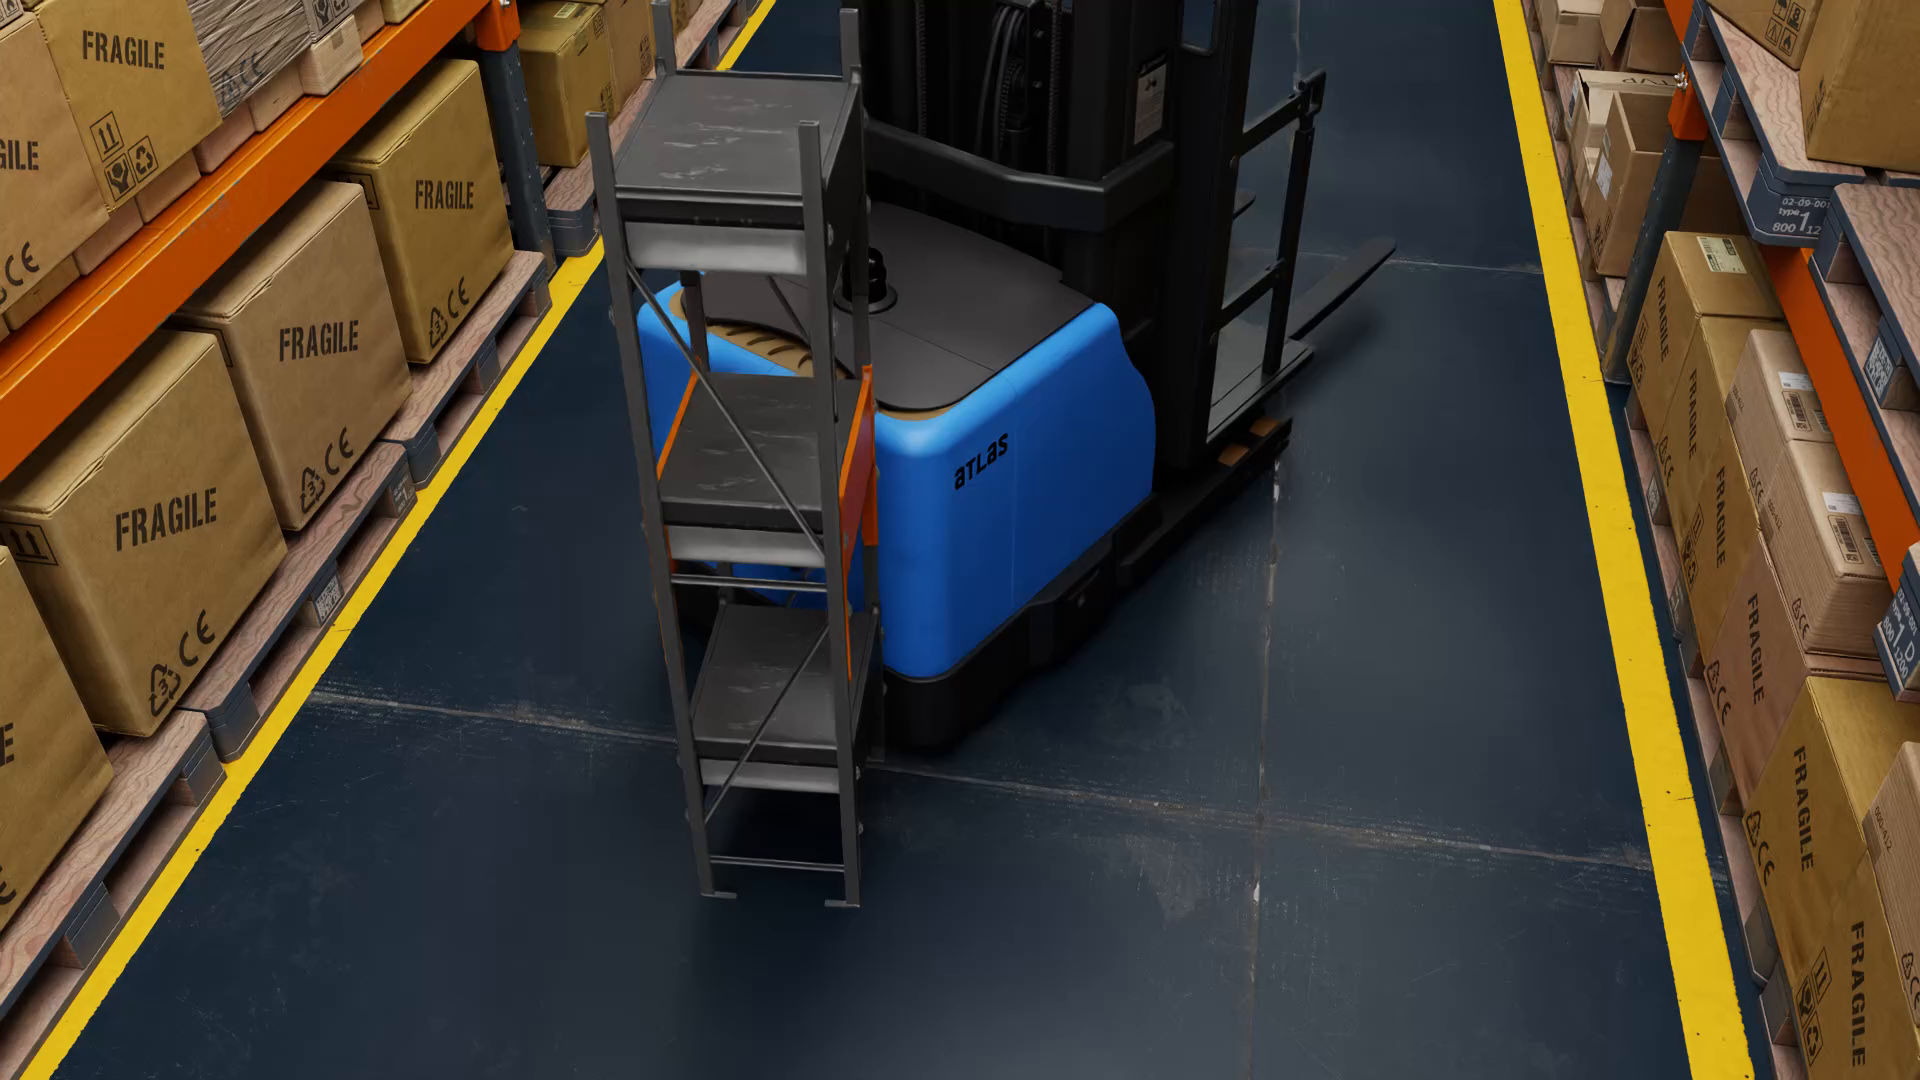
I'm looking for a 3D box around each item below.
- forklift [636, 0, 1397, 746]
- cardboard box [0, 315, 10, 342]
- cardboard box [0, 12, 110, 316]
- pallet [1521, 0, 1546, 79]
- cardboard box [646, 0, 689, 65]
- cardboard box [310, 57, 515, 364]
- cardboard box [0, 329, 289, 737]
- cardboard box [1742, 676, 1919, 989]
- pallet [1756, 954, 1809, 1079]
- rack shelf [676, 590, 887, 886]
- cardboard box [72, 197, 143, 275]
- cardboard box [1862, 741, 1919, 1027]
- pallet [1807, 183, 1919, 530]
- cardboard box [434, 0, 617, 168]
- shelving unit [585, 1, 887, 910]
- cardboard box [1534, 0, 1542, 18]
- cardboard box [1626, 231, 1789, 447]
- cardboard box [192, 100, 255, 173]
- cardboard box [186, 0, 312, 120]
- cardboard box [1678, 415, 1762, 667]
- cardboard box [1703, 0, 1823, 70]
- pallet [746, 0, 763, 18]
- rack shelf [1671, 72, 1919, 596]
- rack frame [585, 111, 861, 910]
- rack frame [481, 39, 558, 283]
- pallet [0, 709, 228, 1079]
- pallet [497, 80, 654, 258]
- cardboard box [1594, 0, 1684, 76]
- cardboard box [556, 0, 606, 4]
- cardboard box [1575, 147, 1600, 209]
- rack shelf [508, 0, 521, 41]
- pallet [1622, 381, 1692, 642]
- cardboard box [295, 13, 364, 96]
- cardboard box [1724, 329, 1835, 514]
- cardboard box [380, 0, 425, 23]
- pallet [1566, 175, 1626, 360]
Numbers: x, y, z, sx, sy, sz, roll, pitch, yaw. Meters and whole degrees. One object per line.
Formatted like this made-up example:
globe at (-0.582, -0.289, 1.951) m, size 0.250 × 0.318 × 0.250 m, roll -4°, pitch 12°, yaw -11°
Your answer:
forklift at (0.447, -1.457, 4.712) m, size 1.130 × 2.935 × 3.031 m, roll 27°, pitch 46°, yaw 29°
cardboard box at (-2.350, -0.468, 3.643) m, size 0.380 × 0.149 × 0.250 m, roll 7°, pitch 40°, yaw 9°
cardboard box at (-2.253, -0.802, 3.539) m, size 0.500 × 0.500 × 0.500 m, roll 6°, pitch 40°, yaw 7°
pallet at (3.338, -2.580, 8.205) m, size 1.003 × 0.211 × 1.213 m, roll 6°, pitch 40°, yaw 8°
cardboard box at (-1.672, -2.530, 7.588) m, size 0.700 × 0.500 × 0.500 m, roll 7°, pitch 40°, yaw 9°
cardboard box at (-2.068, -1.147, 5.641) m, size 0.750 × 0.750 × 0.750 m, roll 7°, pitch 40°, yaw 8°
cardboard box at (-2.361, -0.055, 4.320) m, size 0.750 × 0.750 × 0.750 m, roll 6°, pitch 40°, yaw 7°
cardboard box at (2.125, 0.674, 3.697) m, size 0.500 × 0.500 × 0.500 m, roll 5°, pitch 40°, yaw 6°
pallet at (2.270, 1.428, 3.357) m, size 1.003 × 0.211 × 1.213 m, roll 6°, pitch 40°, yaw 8°
rack shelf at (-0.424, 0.489, 4.129) m, size 0.431 × 0.518 × 0.480 m, roll 3°, pitch 40°, yaw 4°
cardboard box at (-2.236, -0.782, 4.023) m, size 0.380 × 0.149 × 0.250 m, roll 7°, pitch 40°, yaw 8°
cardboard box at (2.040, 0.674, 3.109) m, size 0.500 × 0.250 × 0.500 m, roll 8°, pitch 40°, yaw 9°
pallet at (2.436, -0.329, 3.445) m, size 1.003 × 0.211 × 1.213 m, roll 6°, pitch 40°, yaw 8°
cardboard box at (-1.853, -1.893, 6.817) m, size 0.700 × 0.500 × 0.500 m, roll 7°, pitch 40°, yaw 8°
shelving unit at (-0.421, -0.061, 3.674) m, size 0.431 × 2.100 × 0.503 m, roll 3°, pitch 40°, yaw 4°
cardboard box at (3.028, -2.689, 7.961) m, size 0.500 × 0.250 × 0.500 m, roll 6°, pitch 40°, yaw 8°
cardboard box at (2.473, -0.622, 5.265) m, size 0.500 × 0.500 × 0.500 m, roll 5°, pitch 40°, yaw 6°
cardboard box at (-2.126, -1.111, 4.422) m, size 0.380 × 0.149 × 0.250 m, roll 5°, pitch 40°, yaw 6°
cardboard box at (-2.089, -1.444, 4.315) m, size 0.500 × 0.500 × 0.500 m, roll 6°, pitch 40°, yaw 8°
cardboard box at (2.297, 0.027, 4.480) m, size 0.500 × 0.500 × 0.500 m, roll 7°, pitch 40°, yaw 8°
cardboard box at (2.494, -1.620, 4.447) m, size 0.700 × 0.500 × 0.500 m, roll -6°, pitch 40°, yaw -7°
pallet at (-1.452, -3.161, 8.908) m, size 1.003 × 0.211 × 1.213 m, roll 6°, pitch 40°, yaw 8°
rack shelf at (2.450, -0.160, 3.654) m, size 1.077 × 0.370 × 4.000 m, roll 6°, pitch 40°, yaw 8°
rack frame at (-0.443, 0.094, 3.487) m, size 0.400 × 2.100 × 0.015 m, roll 3°, pitch 40°, yaw 4°
rack frame at (-2.083, -2.236, 5.601) m, size 1.000 × 3.000 × 0.127 m, roll 6°, pitch 40°, yaw 8°
pallet at (-2.565, 0.862, 4.041) m, size 1.003 × 0.211 × 1.213 m, roll 6°, pitch 40°, yaw 8°
pallet at (-1.875, -1.630, 7.056) m, size 1.003 × 0.211 × 1.213 m, roll 6°, pitch 40°, yaw 8°
cardboard box at (3.116, -2.079, 7.025) m, size 0.797 × 0.503 × 0.637 m, roll 6°, pitch 40°, yaw 8°
cardboard box at (-1.614, -2.338, 6.846) m, size 0.380 × 0.149 × 0.250 m, roll 8°, pitch 40°, yaw 9°
cardboard box at (2.621, -1.394, 6.474) m, size 0.380 × 0.149 × 0.250 m, roll 6°, pitch 40°, yaw 8°
rack shelf at (-1.737, -3.214, 7.348) m, size 1.077 × 0.370 × 4.000 m, roll 6°, pitch 40°, yaw 8°
pallet at (2.693, -0.103, 5.209) m, size 1.003 × 0.211 × 1.213 m, roll 6°, pitch 40°, yaw 8°
cardboard box at (-1.960, -1.413, 4.786) m, size 0.380 × 0.149 × 0.250 m, roll 6°, pitch 40°, yaw 8°
cardboard box at (2.299, -0.283, 4.267) m, size 0.500 × 0.250 × 0.500 m, roll 6°, pitch 40°, yaw 8°
cardboard box at (-1.883, -1.743, 5.185) m, size 0.380 × 0.149 × 0.250 m, roll 7°, pitch 40°, yaw 8°
pallet at (2.916, -1.049, 6.353) m, size 1.003 × 0.211 × 1.213 m, roll 6°, pitch 40°, yaw 8°
